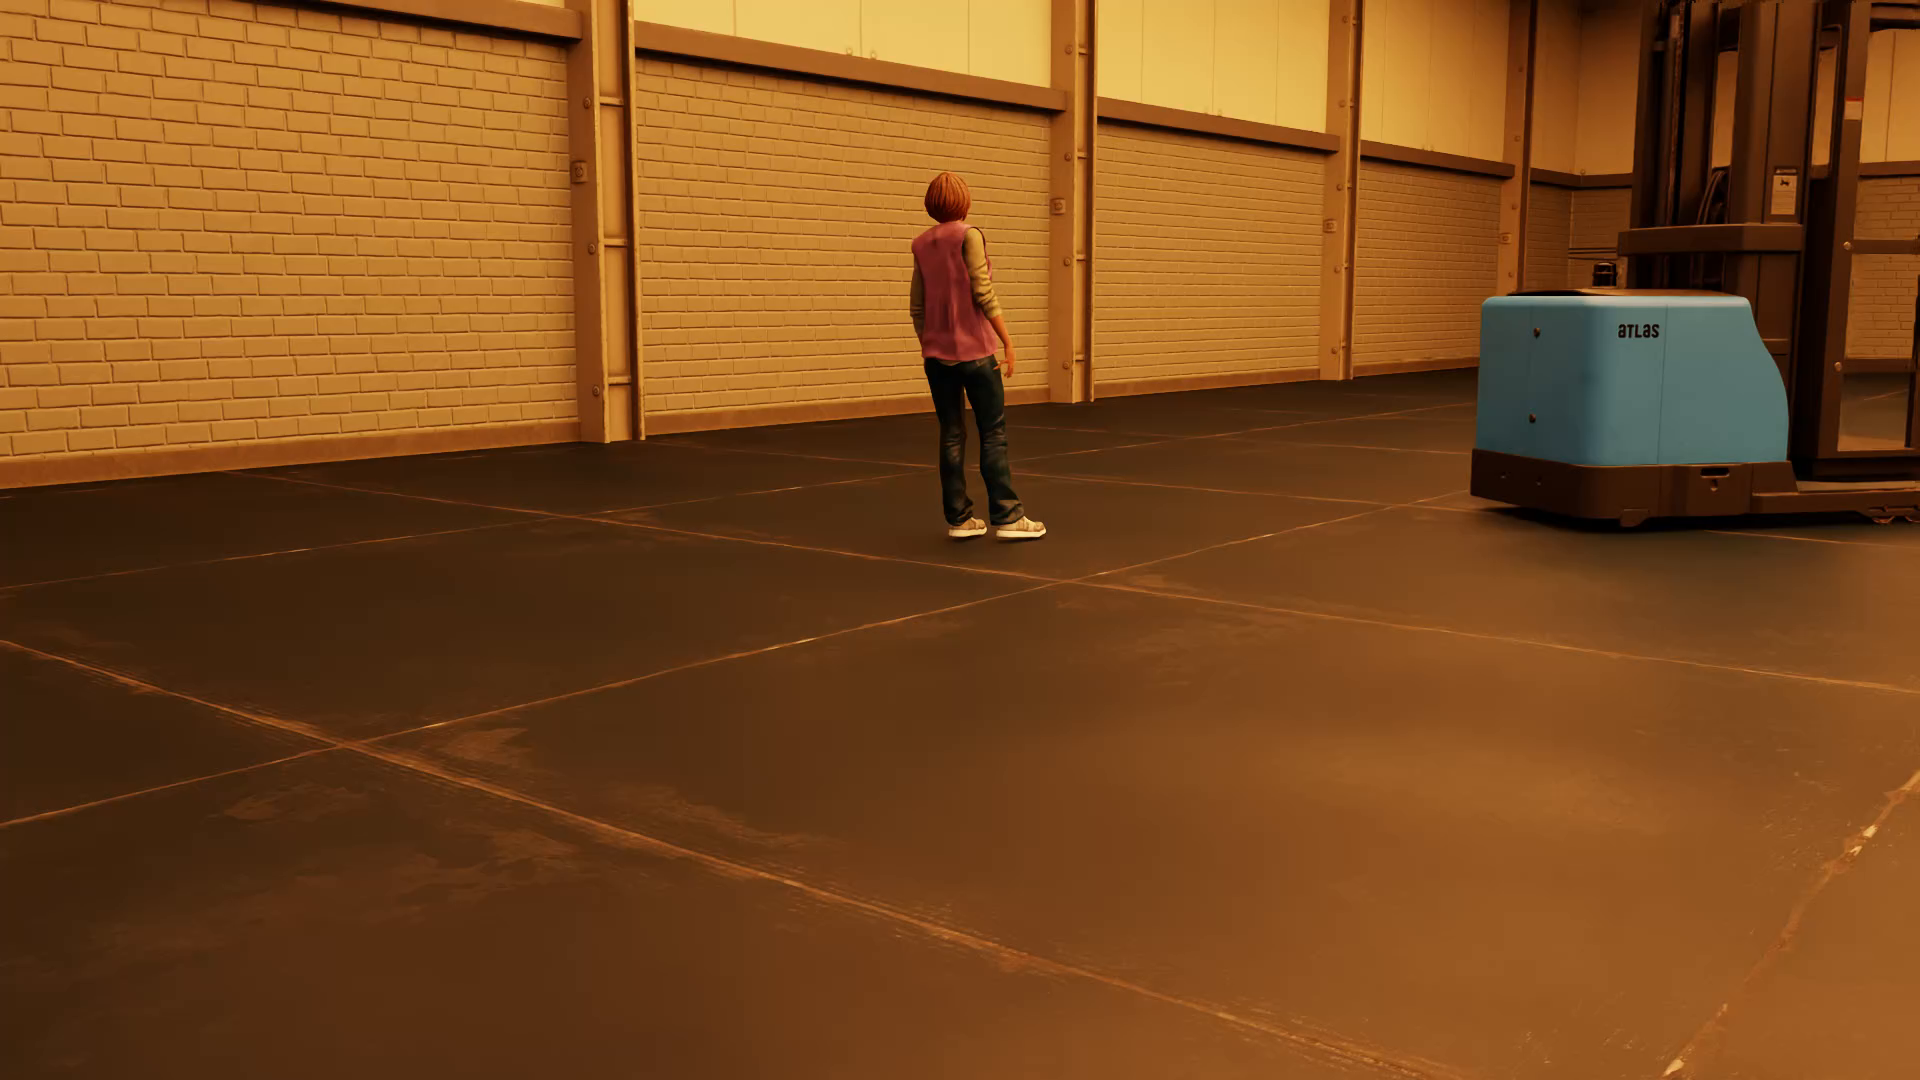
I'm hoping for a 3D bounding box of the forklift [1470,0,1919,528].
[{"bbox_3d":[4.173,-1.597,8.195,3.031,2.935,1.130,-2,9,-14],"label":"forklift"}]

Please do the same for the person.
[{"bbox_3d":[0.057,-0.805,7.336,0.520,1.597,0.476,7,11,38],"label":"person"}]
